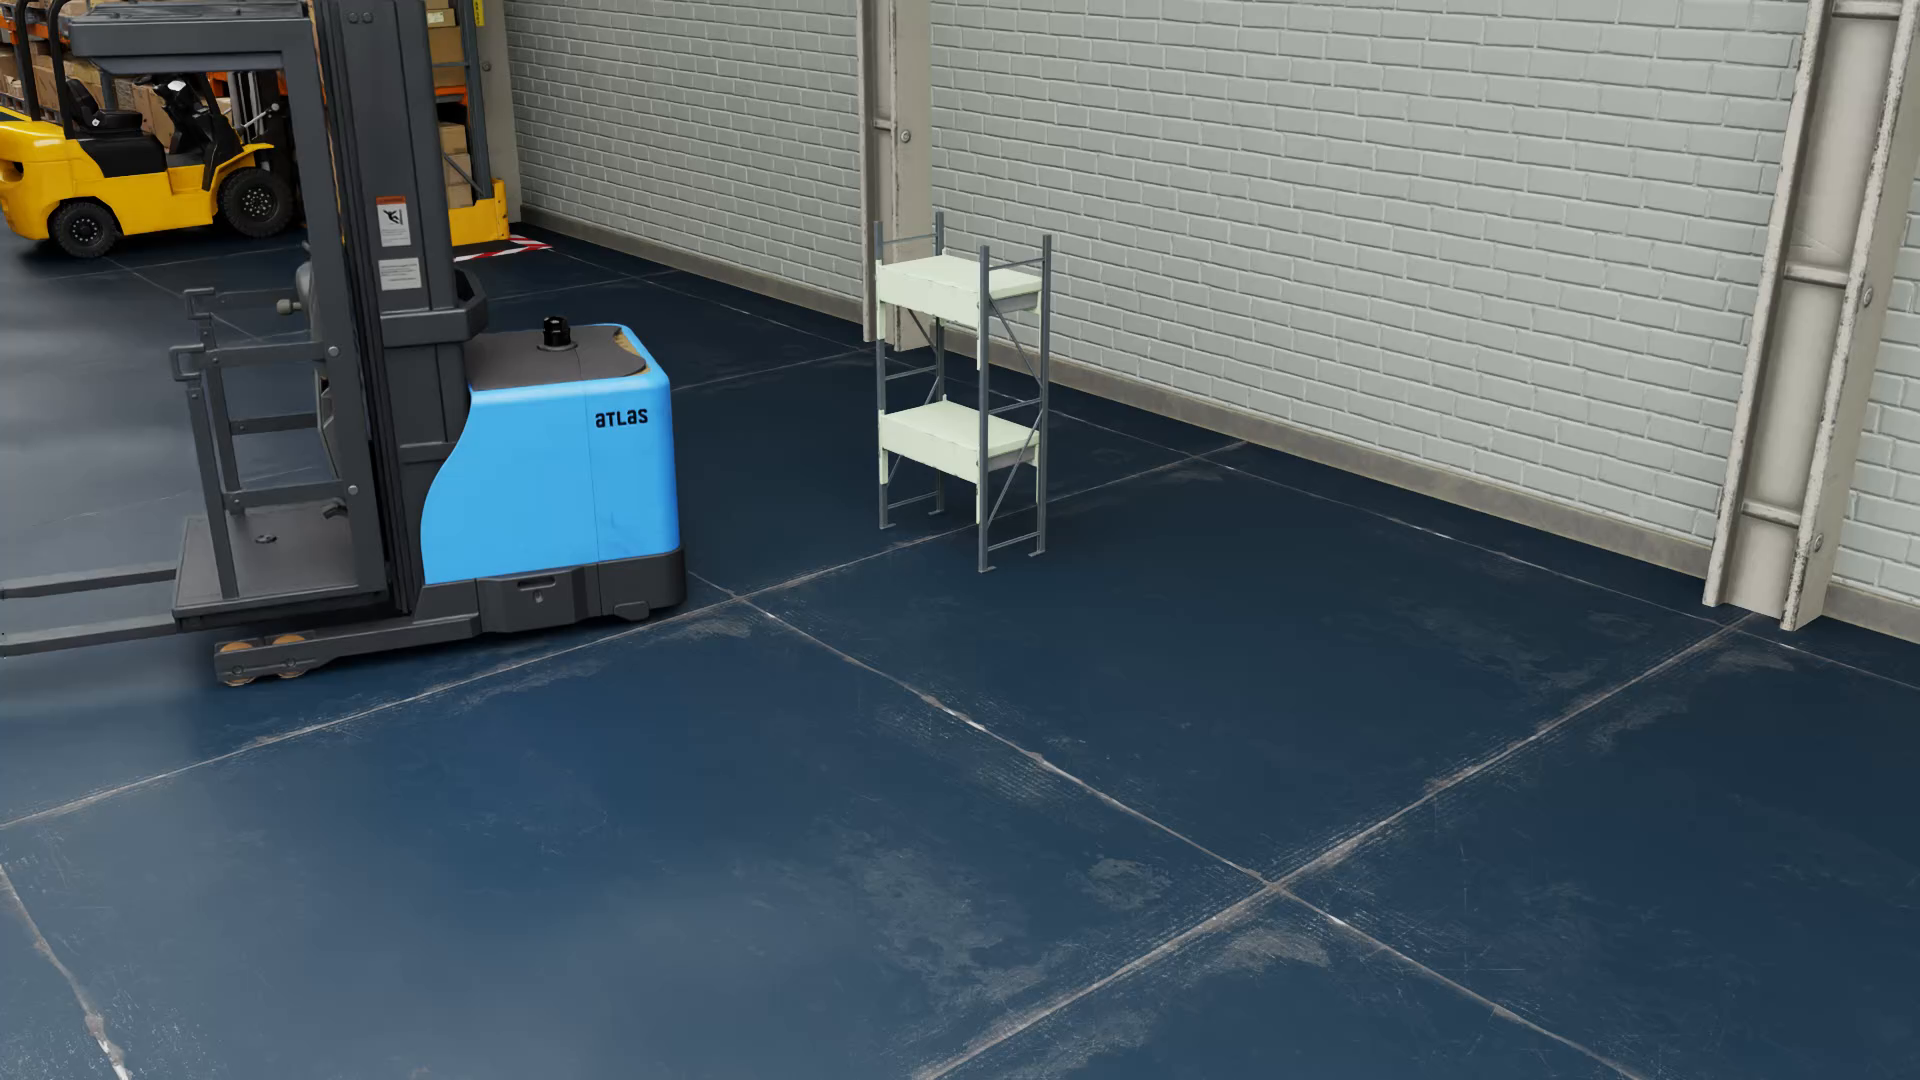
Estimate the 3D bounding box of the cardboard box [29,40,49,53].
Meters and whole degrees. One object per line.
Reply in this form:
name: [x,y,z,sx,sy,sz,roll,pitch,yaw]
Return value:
cardboard box: [-12.326,-6.650,22.404,0.380,0.149,0.250,-18,28,-38]

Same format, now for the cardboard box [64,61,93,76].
cardboard box: [-11.152,-6.003,21.161,0.380,0.149,0.250,-19,28,-40]

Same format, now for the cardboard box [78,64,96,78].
cardboard box: [-10.785,-5.865,20.809,0.380,0.149,0.250,-16,27,-36]

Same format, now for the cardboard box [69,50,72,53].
cardboard box: [-11.945,-6.626,22.751,0.380,0.149,0.250,-19,28,-39]

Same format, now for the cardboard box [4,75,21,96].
cardboard box: [-13.223,-6.431,23.463,0.396,0.266,0.258,-16,27,-36]

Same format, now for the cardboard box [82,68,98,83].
cardboard box: [-10.509,-5.698,20.382,0.380,0.149,0.250,-19,28,-40]

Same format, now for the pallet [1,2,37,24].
pallet: [-11.965,-6.990,21.980,1.003,0.211,1.213,-17,27,-37]

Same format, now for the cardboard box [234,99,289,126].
cardboard box: [-6.778,-4.144,16.275,0.500,0.250,0.500,-17,27,-37]

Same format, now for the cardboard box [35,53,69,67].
cardboard box: [-12.132,-6.439,22.273,0.380,0.149,0.250,-18,28,-39]

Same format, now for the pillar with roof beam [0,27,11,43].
pillar with roof beam: [-19.354,-11.159,24.135,9.100,9.000,0.400,-17,27,-37]

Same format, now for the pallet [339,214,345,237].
pallet: [-5.102,-2.913,15.133,1.003,0.211,1.213,-17,27,-37]

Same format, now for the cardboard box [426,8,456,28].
cardboard box: [-4.596,-4.514,14.370,0.380,0.149,0.250,-18,28,-39]

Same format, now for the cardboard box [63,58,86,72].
cardboard box: [-11.472,-6.151,21.538,0.380,0.149,0.250,-16,27,-36]

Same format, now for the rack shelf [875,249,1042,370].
rack shelf: [0.004,-1.060,7.563,0.431,0.370,0.720,-17,27,-37]

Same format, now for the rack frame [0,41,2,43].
rack frame: [-15.015,-8.431,25.396,1.000,3.000,0.127,-17,27,-37]

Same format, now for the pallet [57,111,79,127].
pallet: [-11.044,-5.474,21.672,1.003,0.211,1.213,-17,27,-37]

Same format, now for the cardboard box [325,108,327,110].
cardboard box: [-5.718,-3.990,15.882,0.500,0.250,0.500,-18,28,-38]

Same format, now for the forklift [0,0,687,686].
forklift: [-2.748,-1.011,6.546,3.031,2.935,1.130,-8,23,-19]

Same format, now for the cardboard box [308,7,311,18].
cardboard box: [-5.685,-4.672,14.772,0.380,0.149,0.250,-19,28,-39]

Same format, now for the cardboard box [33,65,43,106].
cardboard box: [-12.259,-6.170,22.476,0.500,0.500,0.500,-16,26,-35]

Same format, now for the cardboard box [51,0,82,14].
cardboard box: [-10.727,-6.561,20.251,0.500,0.250,0.500,-19,28,-40]

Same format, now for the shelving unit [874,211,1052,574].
shelving unit: [0.004,-0.697,7.706,0.431,1.500,0.755,-17,27,-37]

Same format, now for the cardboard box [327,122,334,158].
cardboard box: [-5.446,-3.584,14.844,0.500,0.250,0.500,-17,27,-36]

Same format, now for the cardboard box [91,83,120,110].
cardboard box: [-10.232,-5.318,20.300,0.500,0.500,0.500,-16,27,-36]

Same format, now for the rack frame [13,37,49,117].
rack frame: [-12.404,-7.326,22.575,1.000,3.000,0.127,-17,27,-37]

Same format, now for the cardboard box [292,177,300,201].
cardboard box: [-6.110,-3.398,15.742,0.500,0.250,0.500,-16,27,-36]

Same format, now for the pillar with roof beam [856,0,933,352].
pillar with roof beam: [-3.688,-4.528,7.206,9.100,9.000,0.400,-17,27,-37]

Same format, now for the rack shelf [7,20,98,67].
rack shelf: [-11.099,-6.438,21.295,1.077,0.370,4.000,-17,27,-37]

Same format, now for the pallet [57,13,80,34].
pallet: [-10.289,-6.302,20.224,1.213,0.211,1.003,-17,27,-37]

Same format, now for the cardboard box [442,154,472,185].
cardboard box: [-4.721,-3.338,14.902,0.500,0.250,0.500,-17,27,-36]

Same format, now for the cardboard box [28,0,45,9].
cardboard box: [-11.407,-7.021,21.084,0.700,0.500,0.500,-18,27,-38]

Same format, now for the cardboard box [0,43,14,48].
cardboard box: [-14.688,-7.272,25.286,0.797,0.503,0.637,-19,28,-39]

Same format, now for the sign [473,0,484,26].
sign: [-4.147,-4.581,14.271,0.100,0.325,0.005,-17,27,-37]

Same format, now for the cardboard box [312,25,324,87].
cardboard box: [-5.423,-4.276,14.651,0.500,0.500,0.500,-16,27,-36]

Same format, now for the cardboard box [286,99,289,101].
cardboard box: [-6.372,-4.270,16.596,0.500,0.250,0.500,-18,28,-38]

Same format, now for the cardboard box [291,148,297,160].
cardboard box: [-5.798,-3.497,15.309,0.500,0.250,0.500,-18,28,-39]

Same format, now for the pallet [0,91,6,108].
pallet: [-13.652,-6.554,24.429,1.003,0.211,1.213,-17,27,-37]

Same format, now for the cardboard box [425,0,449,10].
cardboard box: [-4.628,-4.641,14.286,0.380,0.149,0.250,-18,28,-38]

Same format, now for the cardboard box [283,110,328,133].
cardboard box: [-6.108,-3.863,15.556,0.500,0.250,0.500,-18,28,-38]

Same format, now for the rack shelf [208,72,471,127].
rack shelf: [-5.877,-4.228,15.652,1.077,0.370,4.000,-17,27,-37]

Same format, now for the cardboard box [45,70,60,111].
cardboard box: [-11.581,-5.886,21.752,0.500,0.500,0.500,-18,28,-39]

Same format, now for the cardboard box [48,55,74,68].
cardboard box: [-11.767,-6.298,21.913,0.380,0.149,0.250,-18,28,-38]

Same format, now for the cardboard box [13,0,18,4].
cardboard box: [-11.920,-7.238,21.637,0.700,0.500,0.500,-17,27,-37]

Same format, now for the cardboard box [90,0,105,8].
cardboard box: [-9.707,-6.197,19.213,0.500,0.250,0.500,-17,27,-37]

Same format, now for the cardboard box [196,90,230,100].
cardboard box: [-8.032,-4.563,18.201,0.875,0.625,0.625,-18,28,-38]

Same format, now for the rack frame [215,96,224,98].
rack frame: [-7.182,-5.115,16.932,1.000,3.000,0.127,-17,27,-37]

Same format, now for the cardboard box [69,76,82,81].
cardboard box: [-10.894,-5.603,21.027,0.500,0.500,0.500,-16,27,-35]

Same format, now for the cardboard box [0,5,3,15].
cardboard box: [-12.990,-7.304,22.863,0.380,0.149,0.250,-17,27,-36]

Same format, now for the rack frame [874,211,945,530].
rack frame: [-0.235,-0.798,7.964,0.400,1.500,0.023,-17,27,-37]

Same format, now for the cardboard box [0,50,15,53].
cardboard box: [-13.890,-6.856,24.226,0.500,0.500,0.500,-17,27,-36]

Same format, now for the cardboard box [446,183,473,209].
cardboard box: [-4.744,-3.108,15.000,0.500,0.250,0.500,-17,27,-37]

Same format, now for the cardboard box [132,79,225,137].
cardboard box: [-8.964,-4.956,19.205,0.875,0.625,0.625,-16,27,-36]

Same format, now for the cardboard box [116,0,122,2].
cardboard box: [-9.035,-5.915,18.494,0.500,0.250,0.500,-18,28,-39]
